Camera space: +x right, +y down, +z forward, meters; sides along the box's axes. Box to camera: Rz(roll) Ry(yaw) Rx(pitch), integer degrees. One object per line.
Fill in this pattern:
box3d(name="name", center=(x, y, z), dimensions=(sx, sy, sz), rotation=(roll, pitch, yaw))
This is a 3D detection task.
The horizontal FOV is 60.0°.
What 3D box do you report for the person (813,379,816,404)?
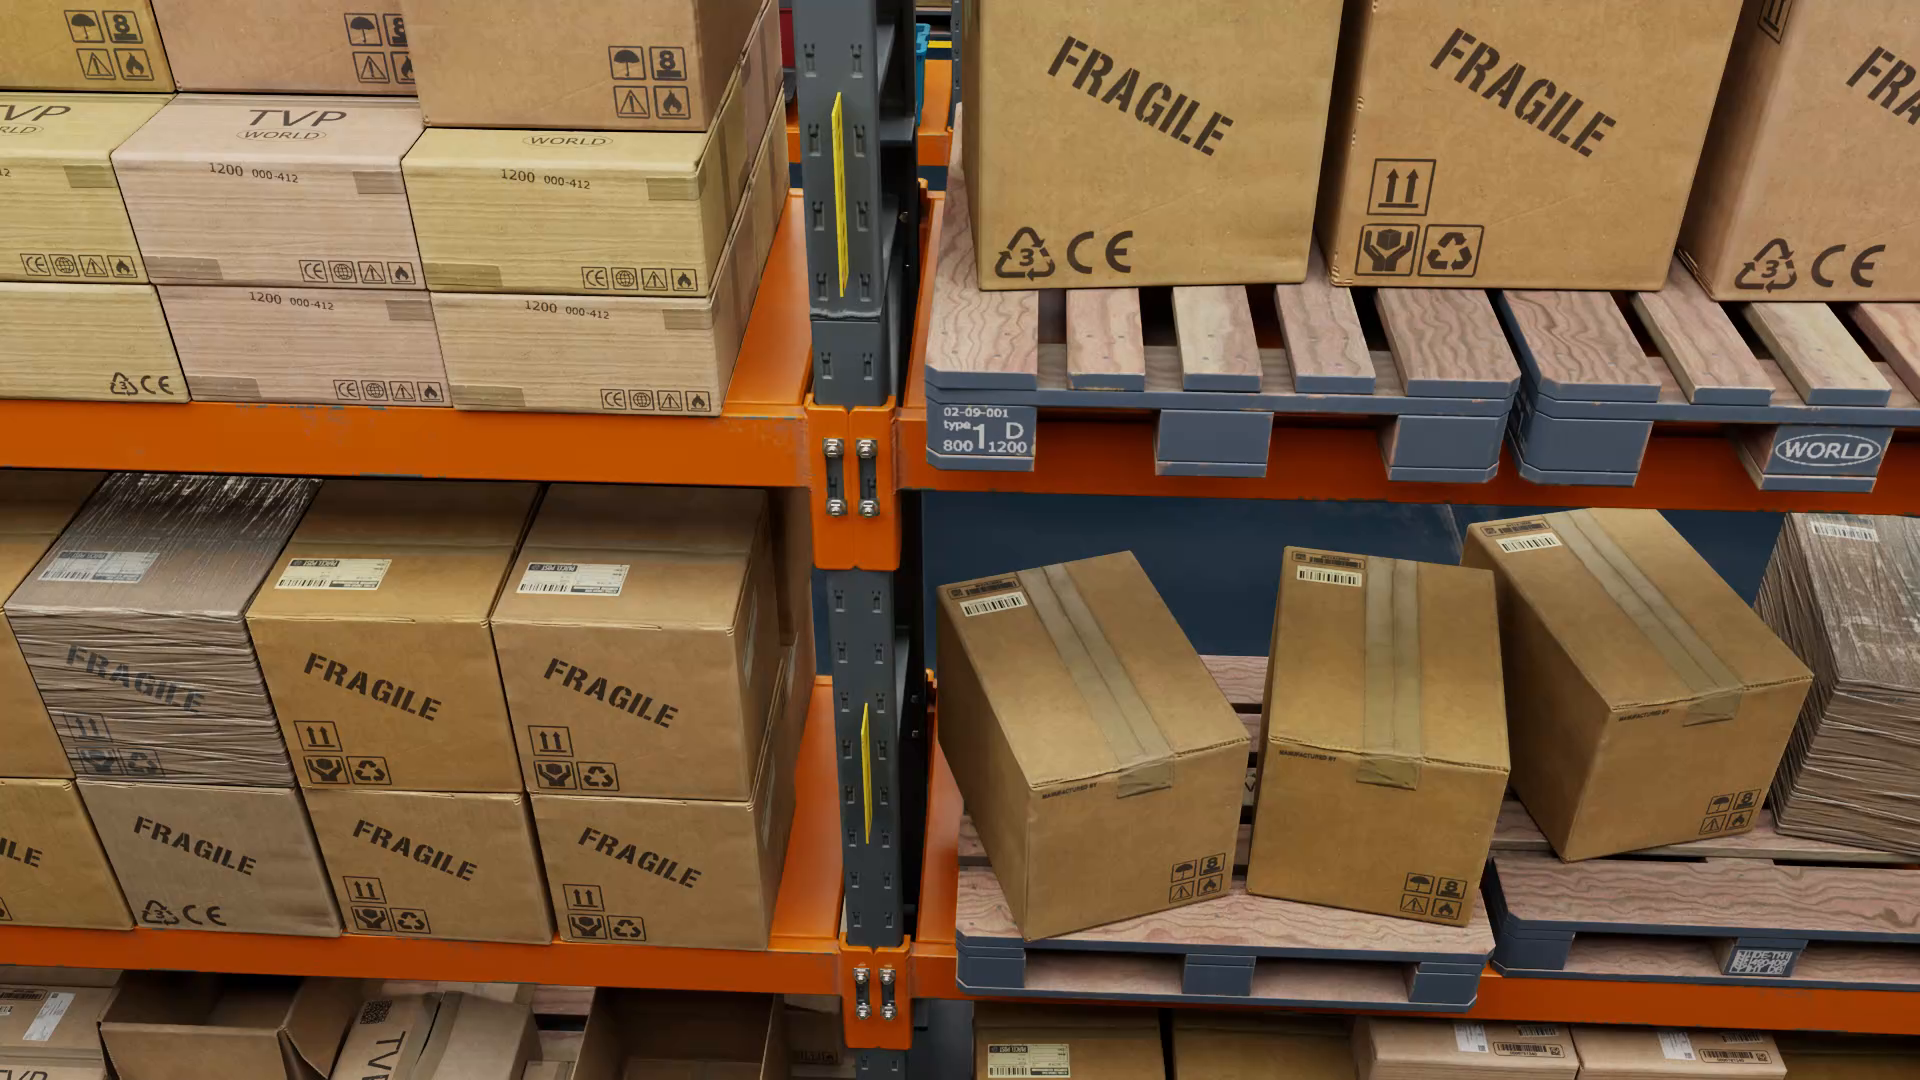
box3d(name="person", center=(-0.492, -0.720, 7.165), dimensions=(0.417, 1.579, 0.340), rotation=(2, 36, 3))
